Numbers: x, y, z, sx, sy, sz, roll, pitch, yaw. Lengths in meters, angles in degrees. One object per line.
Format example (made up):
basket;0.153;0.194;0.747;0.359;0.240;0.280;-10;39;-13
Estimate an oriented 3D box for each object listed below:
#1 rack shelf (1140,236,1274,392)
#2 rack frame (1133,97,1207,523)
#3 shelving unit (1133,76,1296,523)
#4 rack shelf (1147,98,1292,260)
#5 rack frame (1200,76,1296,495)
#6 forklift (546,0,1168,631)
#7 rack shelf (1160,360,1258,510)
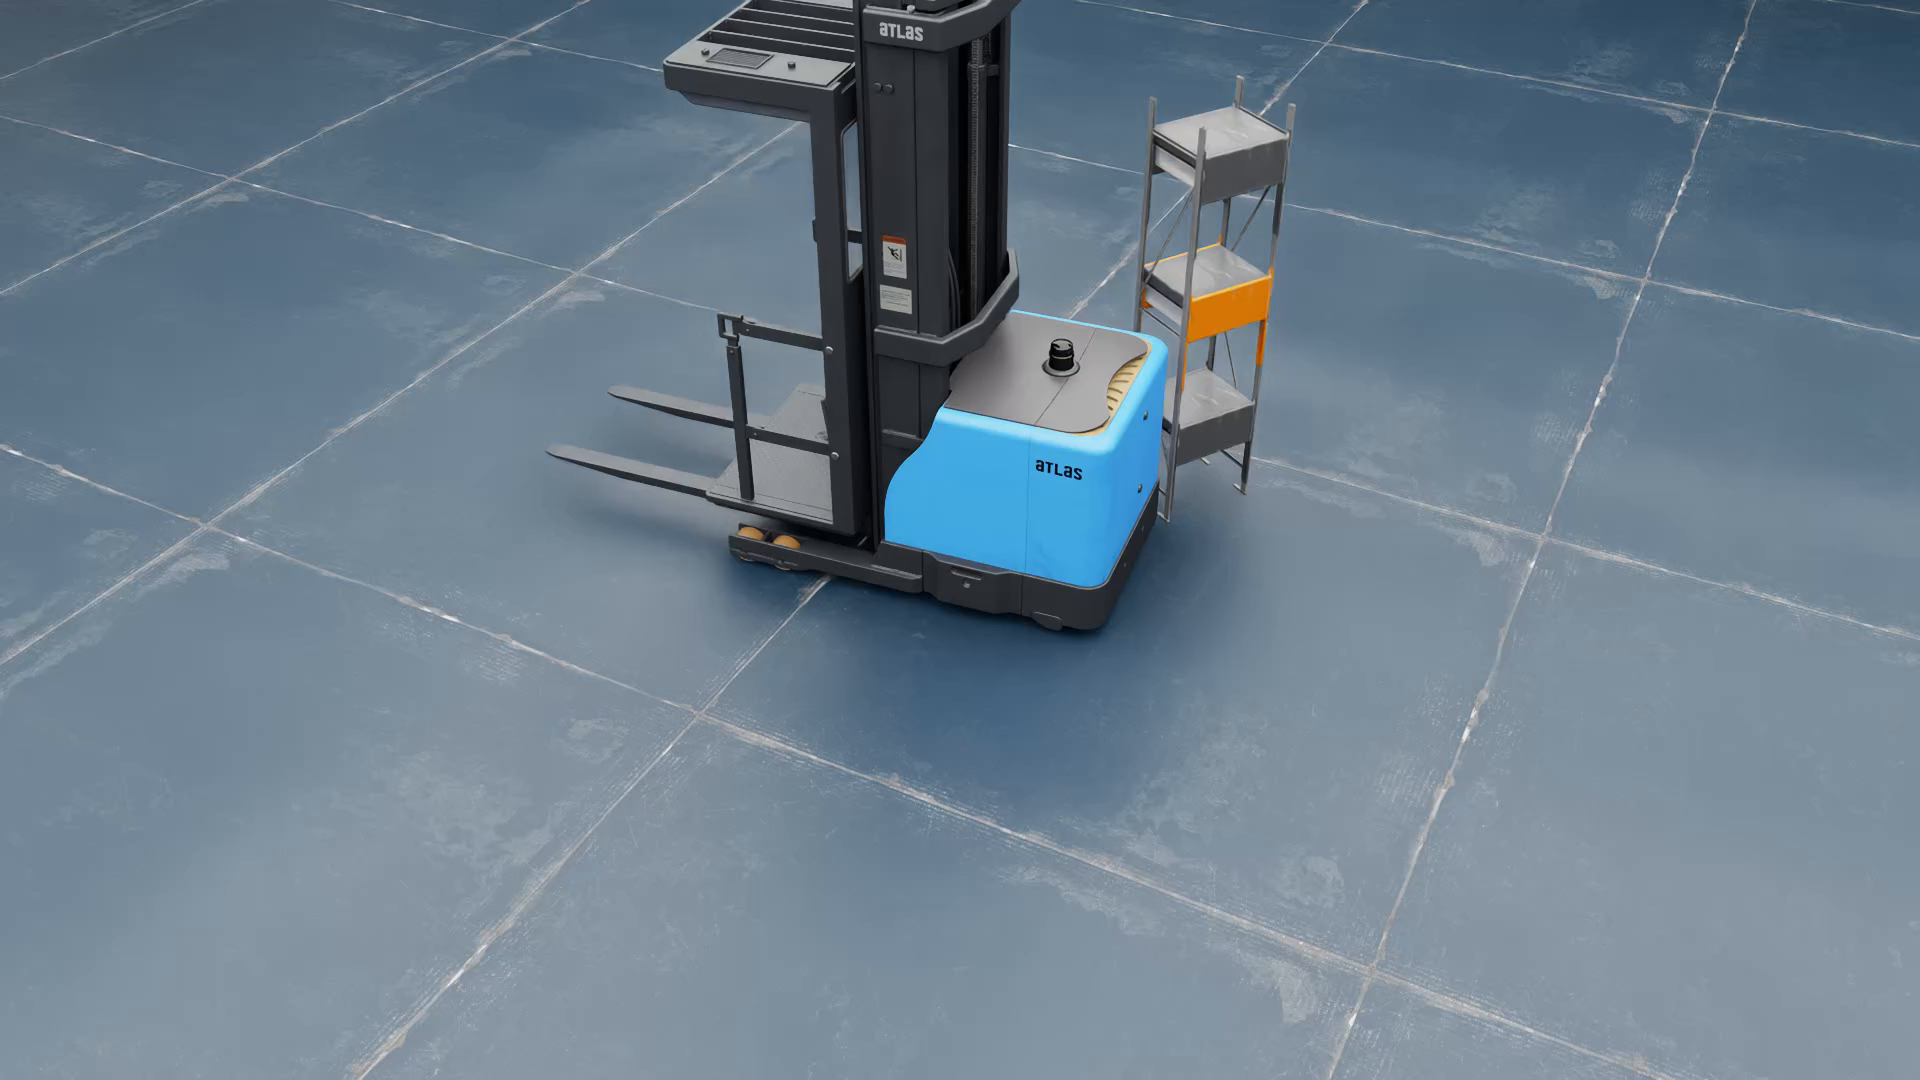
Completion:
rack shelf;1.161;-1.091;7.993;0.480;0.518;0.431;-19;41;-24
rack frame;0.950;-1.028;7.887;0.015;2.100;0.400;-19;41;-24
shelving unit;1.161;-1.102;7.985;0.503;2.100;0.431;-19;41;-24
rack shelf;1.161;-1.649;7.570;0.480;0.518;0.431;-19;41;-24
rack frame;1.371;-1.177;8.083;0.015;2.100;0.400;-19;41;-24
forklift;-0.588;-1.304;7.564;3.031;2.935;1.130;13;39;17
rack shelf;1.161;-0.534;8.417;0.480;0.518;0.431;-19;41;-24
